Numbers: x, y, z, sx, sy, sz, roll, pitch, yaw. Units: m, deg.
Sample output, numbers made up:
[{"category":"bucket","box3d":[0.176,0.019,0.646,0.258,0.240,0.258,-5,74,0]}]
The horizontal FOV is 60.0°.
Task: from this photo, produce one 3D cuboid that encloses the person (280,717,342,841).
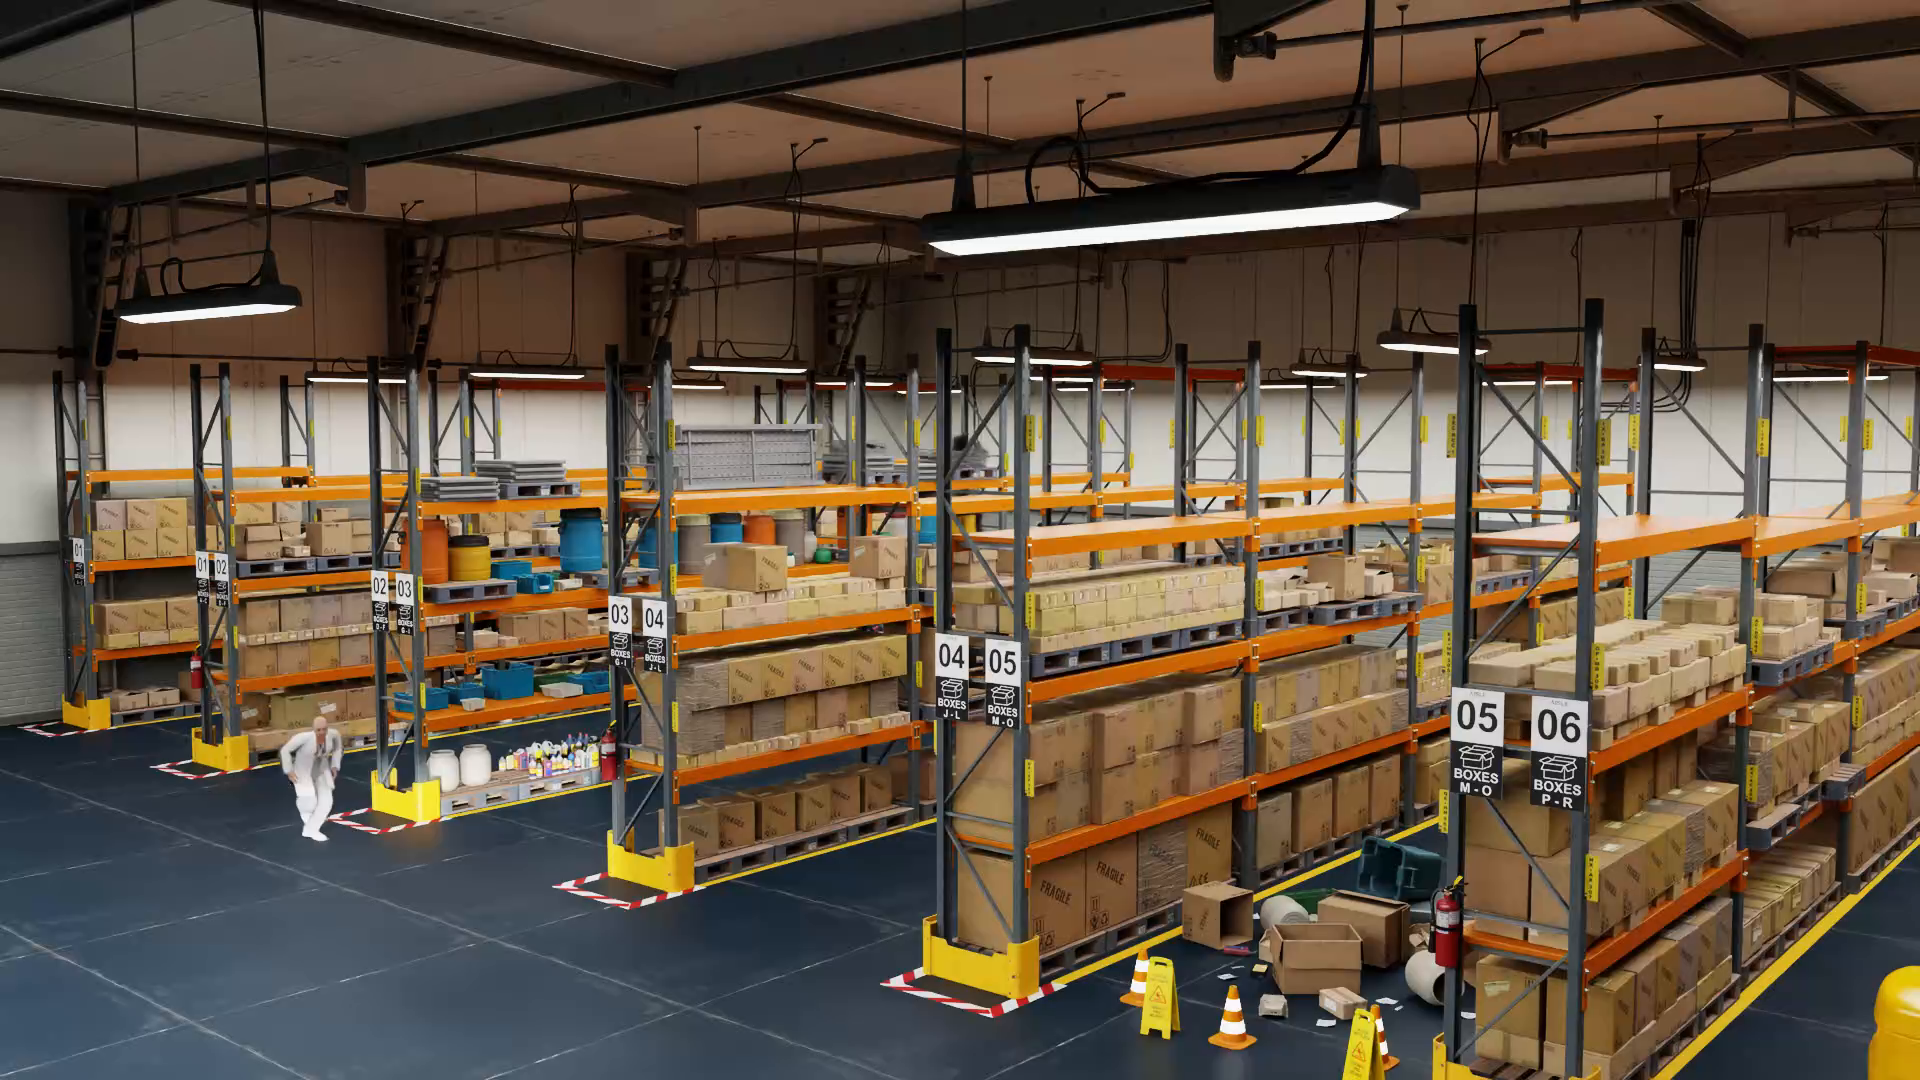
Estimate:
[{"category":"person","box3d":[-8.005,2.911,20.461,0.728,1.581,0.970,-4,5,-40]}]
